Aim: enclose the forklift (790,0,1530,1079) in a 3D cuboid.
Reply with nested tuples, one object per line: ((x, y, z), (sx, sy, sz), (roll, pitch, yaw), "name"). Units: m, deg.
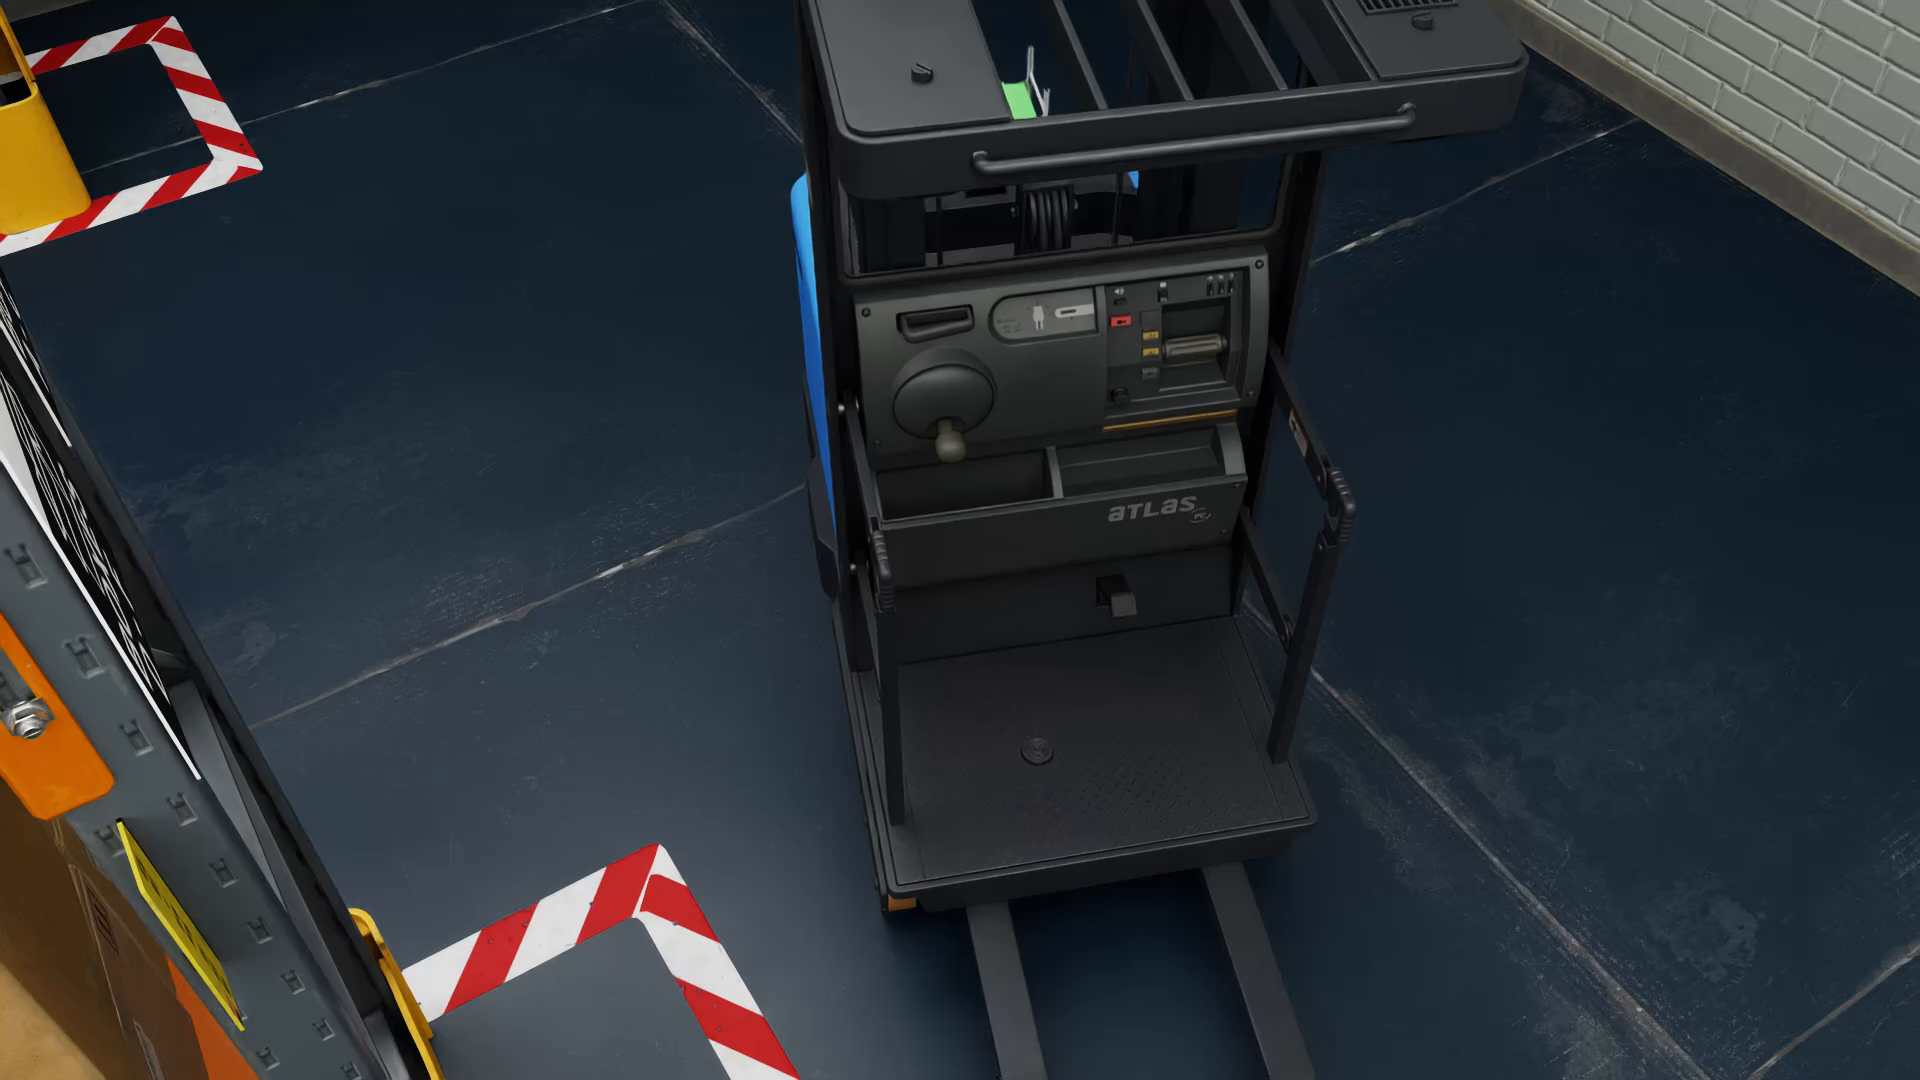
((0.277, -0.308, 3.562), (1.130, 2.935, 3.031), (-8, 49, -7), "forklift")

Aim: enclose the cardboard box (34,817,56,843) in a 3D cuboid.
((-1.665, 0.215, 2.314), (0.500, 0.500, 0.500), (-24, 52, -20), "cardboard box")

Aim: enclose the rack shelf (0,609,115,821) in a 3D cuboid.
((-2.840, 0.609, 1.172), (4.000, 0.370, 1.077), (-25, 53, -21), "rack shelf")

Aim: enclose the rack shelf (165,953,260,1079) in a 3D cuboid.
((-2.840, 1.607, 2.292), (4.000, 0.370, 1.077), (-25, 53, -21), "rack shelf")

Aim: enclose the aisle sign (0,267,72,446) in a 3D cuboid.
((-1.248, -0.507, 1.952), (0.004, 0.787, 0.394), (-25, 53, -21), "aisle sign")

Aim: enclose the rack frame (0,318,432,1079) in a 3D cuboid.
((-1.149, 0.570, 2.733), (0.127, 3.000, 1.000), (-25, 53, -21), "rack frame")

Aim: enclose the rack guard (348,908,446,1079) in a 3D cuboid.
((-1.213, 1.432, 3.640), (0.348, 0.500, 1.175), (-25, 53, -21), "rack guard")

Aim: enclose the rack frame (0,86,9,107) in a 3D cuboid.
((-3.795, -2.557, 5.518), (0.127, 3.000, 1.000), (-25, 53, -21), "rack frame")

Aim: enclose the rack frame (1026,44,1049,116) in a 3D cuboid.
((0.229, -0.990, 5.328), (0.015, 1.200, 0.240), (-8, 49, -7), "rack frame")

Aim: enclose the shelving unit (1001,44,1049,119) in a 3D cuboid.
((-0.011, -0.956, 5.298), (0.503, 1.200, 0.258), (-8, 49, -7), "shelving unit")

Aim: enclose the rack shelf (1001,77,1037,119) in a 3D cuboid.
((-0.011, -1.233, 4.987), (0.480, 0.148, 0.258), (-8, 49, -7), "rack shelf")

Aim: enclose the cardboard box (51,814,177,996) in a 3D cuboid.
((-1.665, 0.547, 2.687), (0.500, 0.500, 0.500), (-24, 53, -20), "cardboard box")

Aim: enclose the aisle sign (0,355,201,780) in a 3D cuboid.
((-0.928, -0.128, 1.614), (0.004, 0.787, 0.394), (-25, 53, -21), "aisle sign")

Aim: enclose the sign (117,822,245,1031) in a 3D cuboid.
((-0.870, 0.439, 1.864), (0.005, 0.325, 0.100), (-25, 53, -21), "sign")

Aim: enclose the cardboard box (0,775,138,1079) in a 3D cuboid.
((-1.378, 0.556, 2.010), (0.500, 0.500, 0.500), (-26, 53, -21), "cardboard box")

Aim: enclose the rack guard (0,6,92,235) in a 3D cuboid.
((-3.775, -1.735, 6.460), (0.348, 0.500, 1.175), (-25, 53, -21), "rack guard")

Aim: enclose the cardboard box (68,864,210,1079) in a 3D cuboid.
((-1.382, 0.888, 2.384), (0.500, 0.500, 0.500), (-24, 52, -20), "cardboard box")
